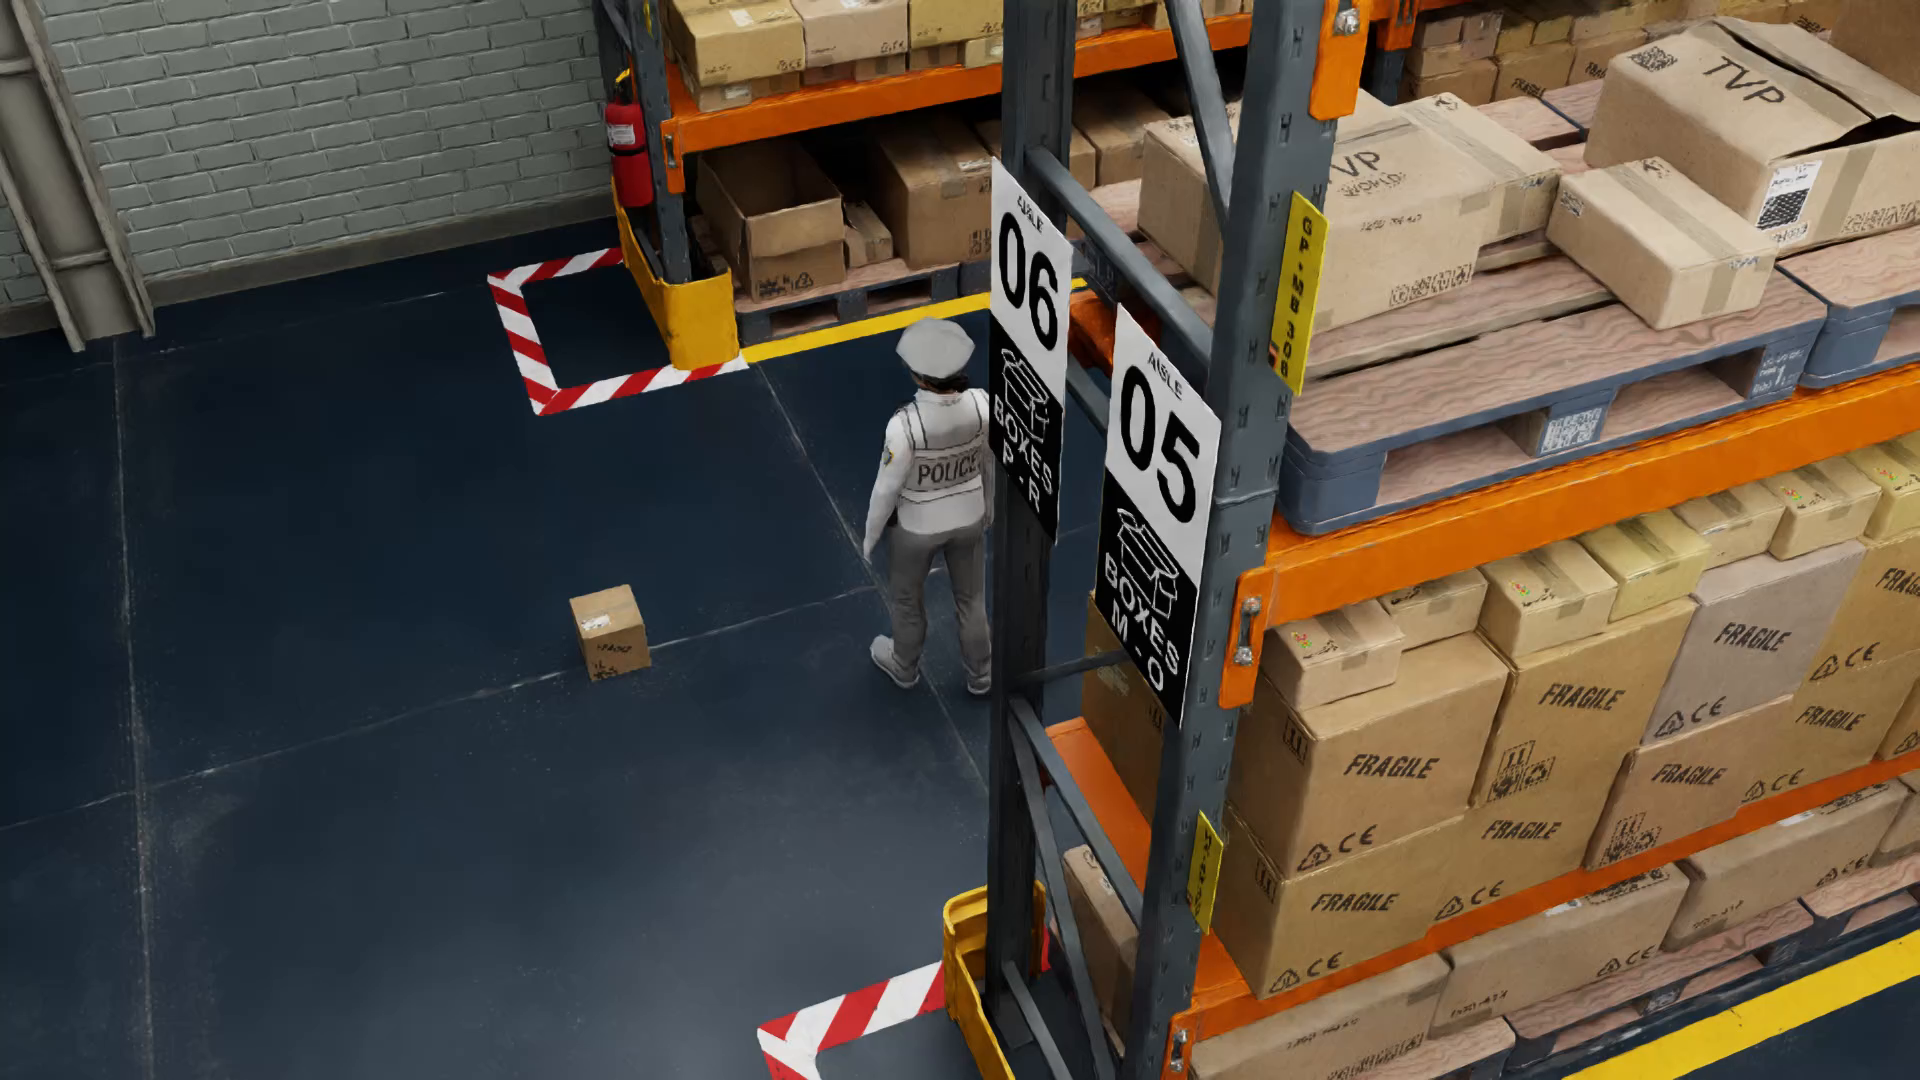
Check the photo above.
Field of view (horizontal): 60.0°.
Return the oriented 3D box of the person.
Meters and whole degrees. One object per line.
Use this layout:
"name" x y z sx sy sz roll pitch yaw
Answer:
"person" -0.101 -0.093 6.216 0.574 1.677 0.444 -17 45 -18
